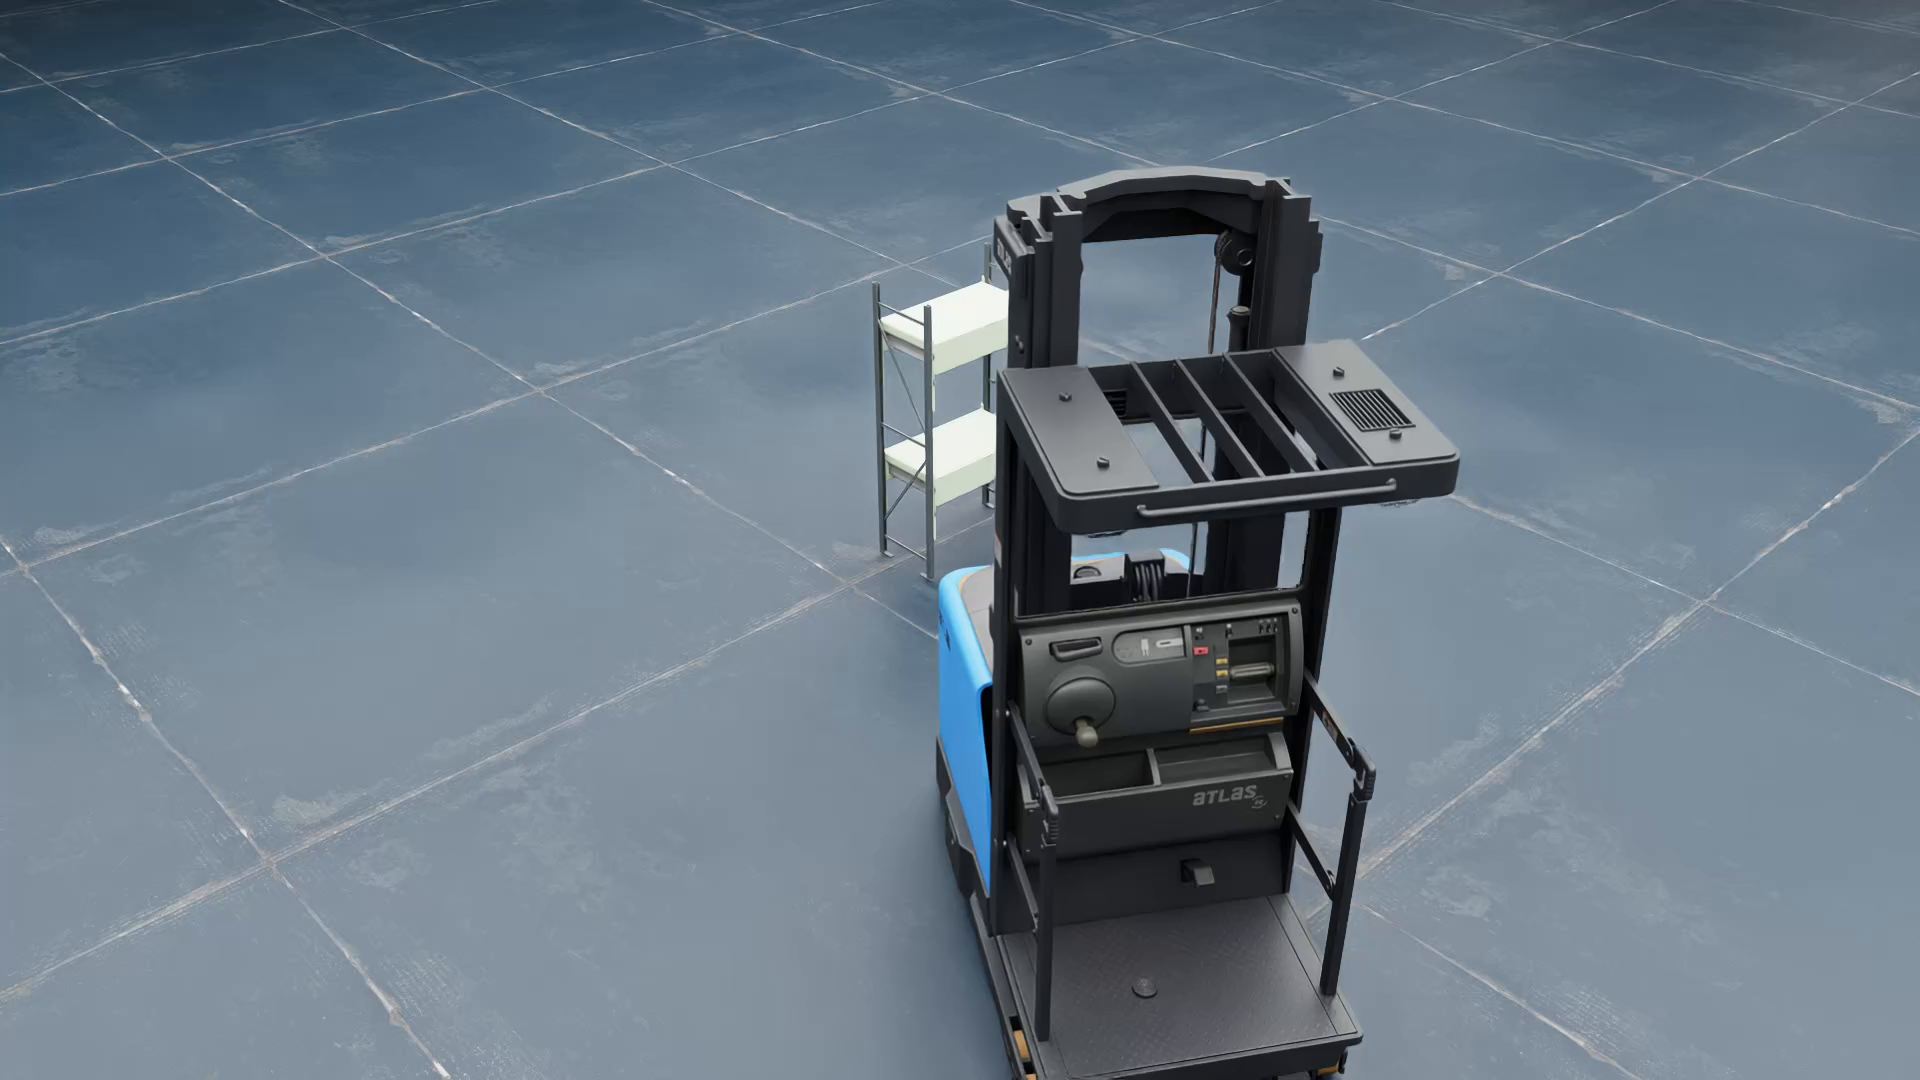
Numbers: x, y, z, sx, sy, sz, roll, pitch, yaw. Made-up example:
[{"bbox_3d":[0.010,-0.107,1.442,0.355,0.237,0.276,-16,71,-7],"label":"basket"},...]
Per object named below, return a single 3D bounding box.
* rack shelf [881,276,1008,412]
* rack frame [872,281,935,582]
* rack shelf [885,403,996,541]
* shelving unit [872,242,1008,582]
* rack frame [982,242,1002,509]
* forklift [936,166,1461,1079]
[{"bbox_3d":[-0.005,-0.970,8.151,0.720,0.370,0.431,-26,40,-35],"label":"rack shelf"},{"bbox_3d":[-0.273,-0.508,8.143,0.023,1.500,0.400,-26,40,-35],"label":"rack frame"},{"bbox_3d":[-0.005,-0.359,8.525,0.720,0.370,0.431,-26,40,-35],"label":"rack shelf"},{"bbox_3d":[-0.005,-0.637,8.355,0.755,1.500,0.431,-26,40,-35],"label":"shelving unit"},{"bbox_3d":[0.264,-0.767,8.567,0.023,1.500,0.400,-26,40,-35],"label":"rack frame"},{"bbox_3d":[0.697,0.484,5.149,1.130,2.935,3.031,-6,32,-10],"label":"forklift"}]
